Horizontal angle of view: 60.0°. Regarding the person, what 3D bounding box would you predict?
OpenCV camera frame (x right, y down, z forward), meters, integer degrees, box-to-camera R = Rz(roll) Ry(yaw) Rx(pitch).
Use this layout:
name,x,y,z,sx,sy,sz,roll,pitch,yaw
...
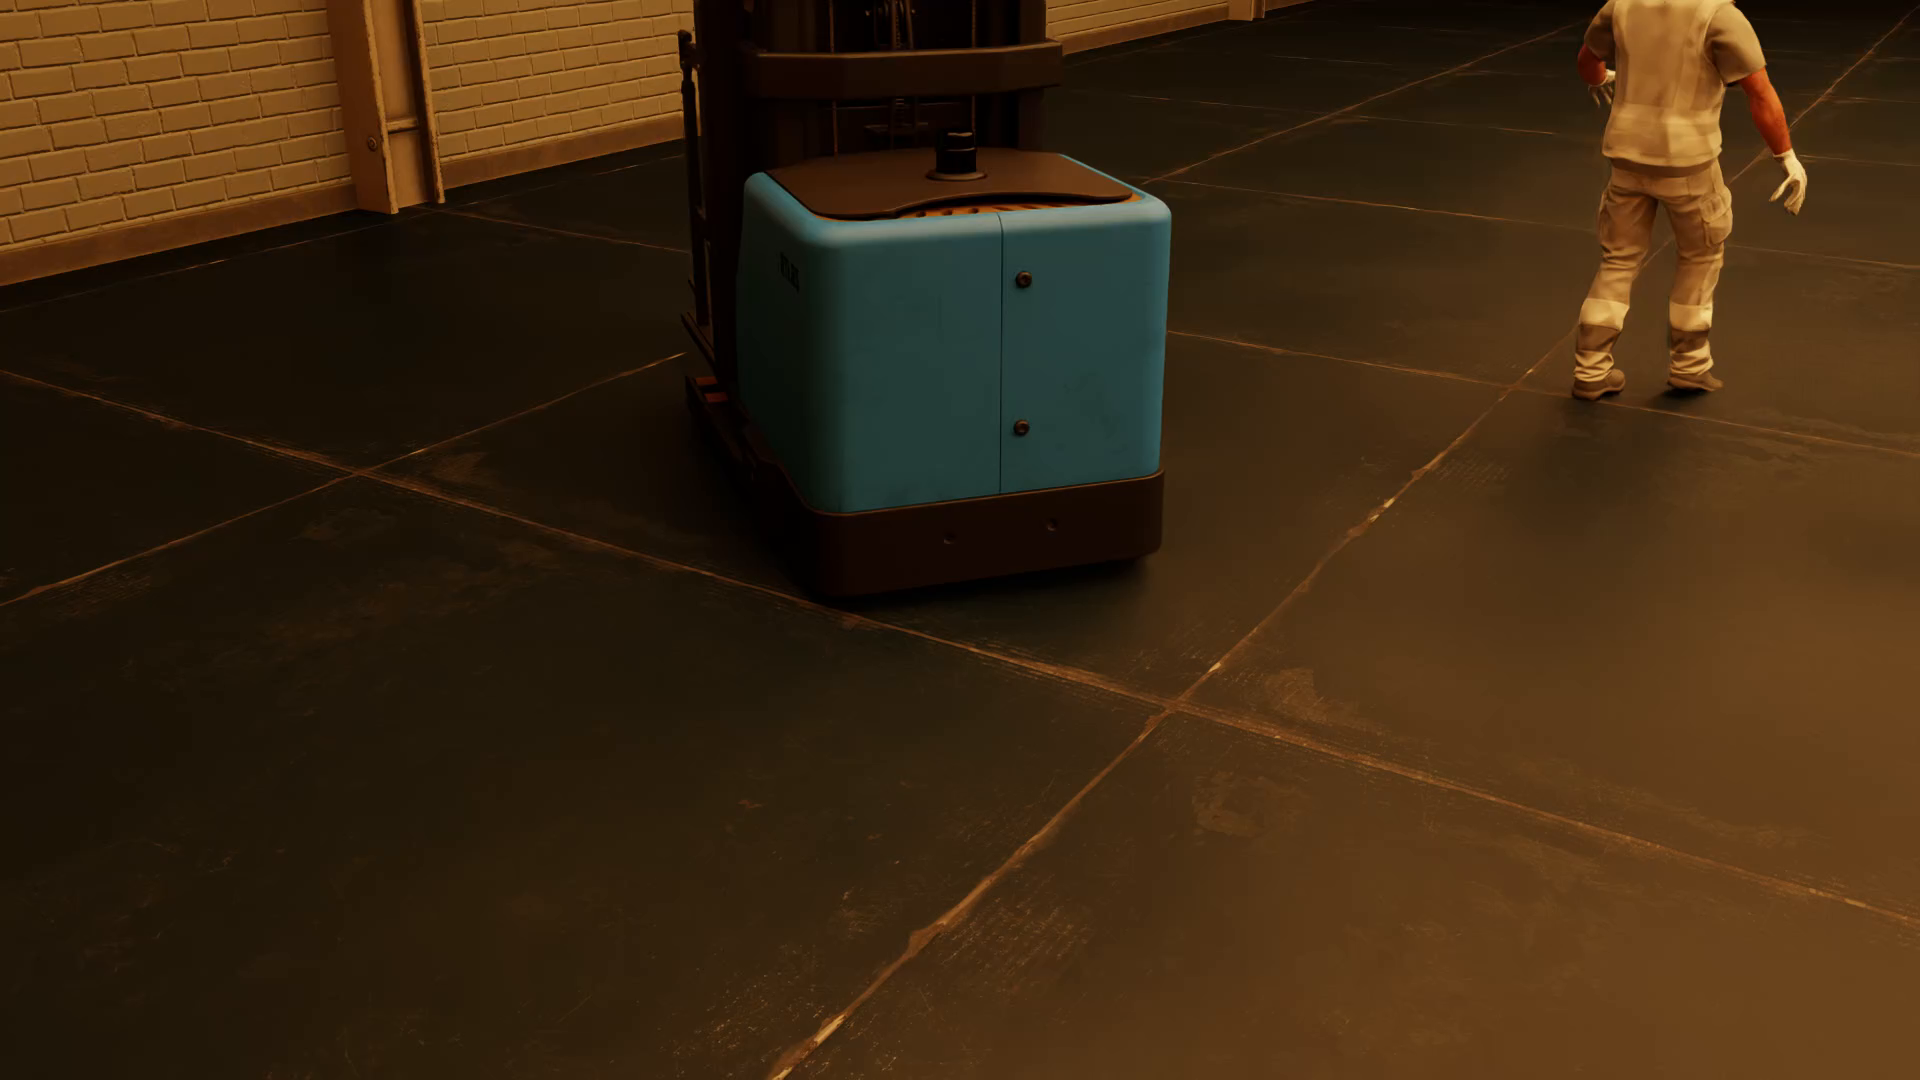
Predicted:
name,x,y,z,sx,sy,sz,roll,pitch,yaw
person,2.635,-1.370,6.056,0.650,1.795,1.026,-17,29,-35

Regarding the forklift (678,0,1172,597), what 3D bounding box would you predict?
name,x,y,z,sx,sy,sz,roll,pitch,yaw
forklift,-0.361,-1.746,5.394,1.130,2.935,3.031,-7,24,-17
